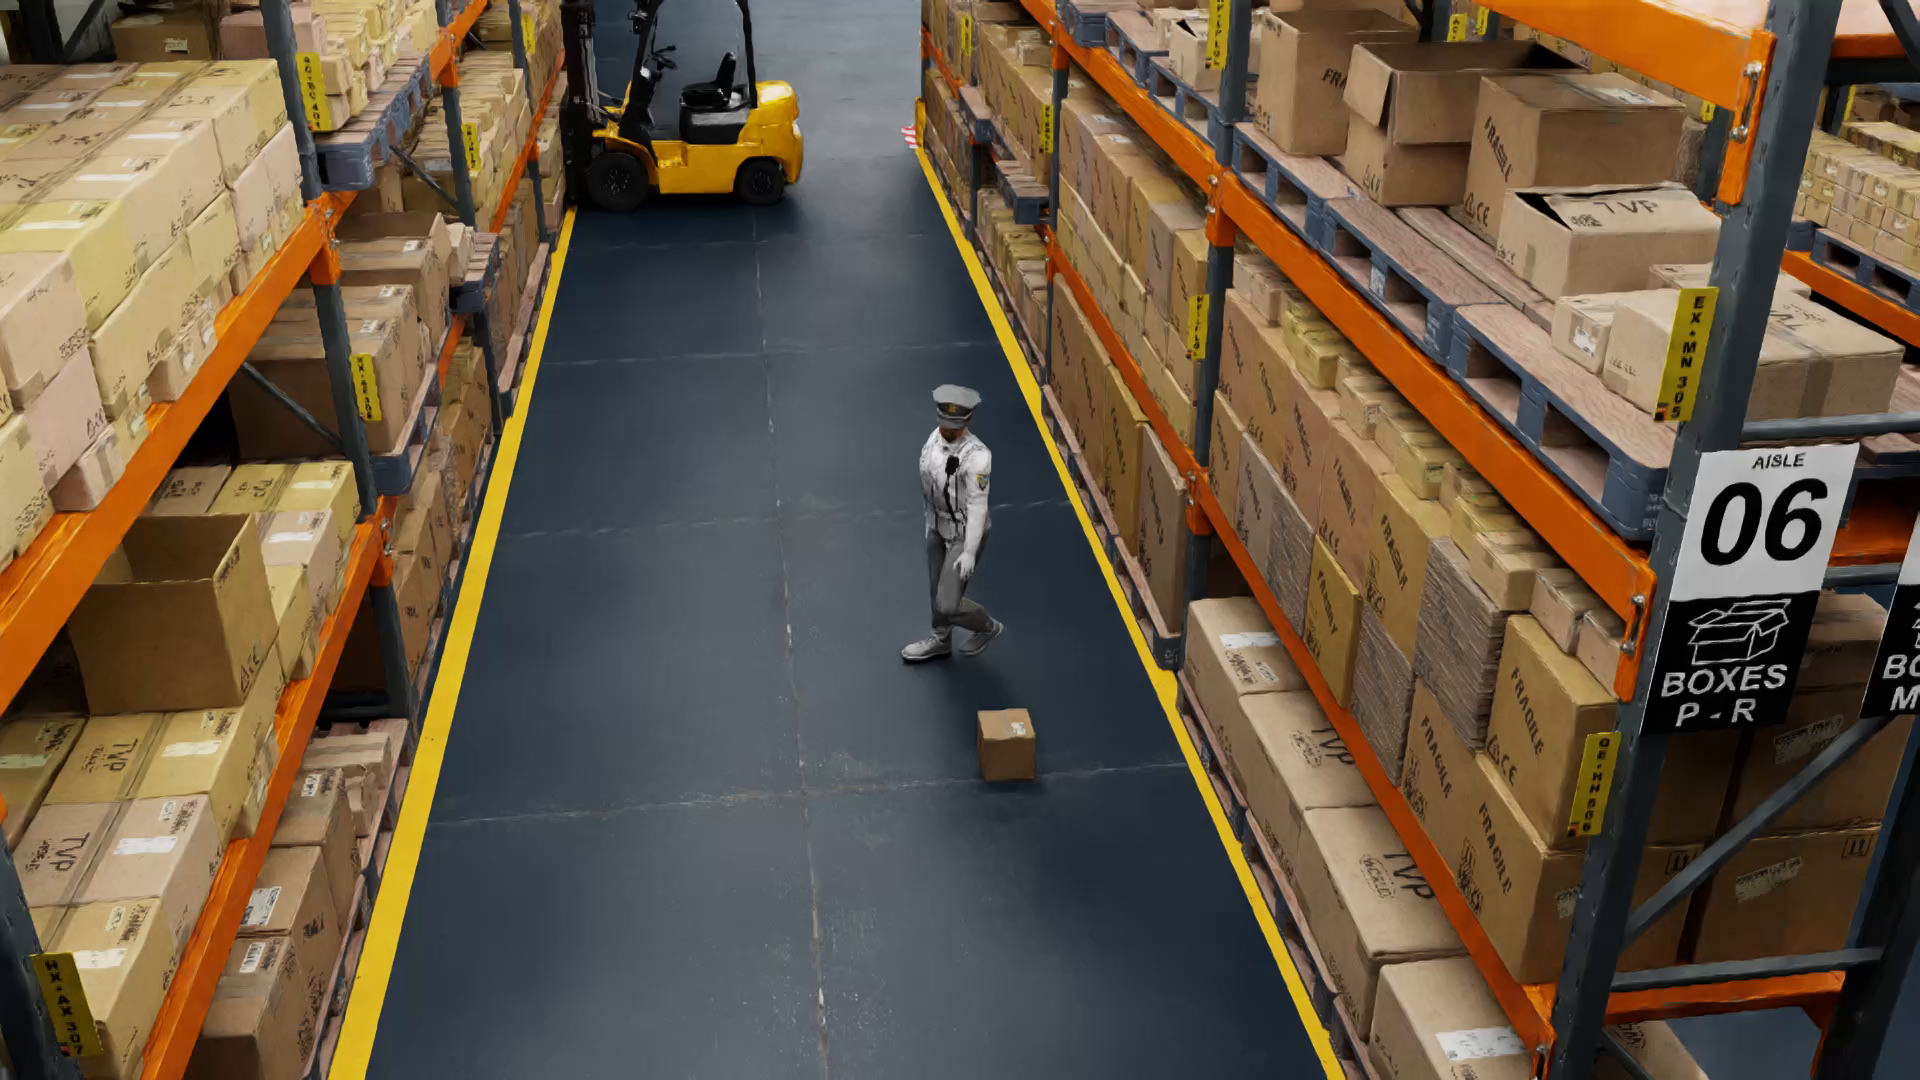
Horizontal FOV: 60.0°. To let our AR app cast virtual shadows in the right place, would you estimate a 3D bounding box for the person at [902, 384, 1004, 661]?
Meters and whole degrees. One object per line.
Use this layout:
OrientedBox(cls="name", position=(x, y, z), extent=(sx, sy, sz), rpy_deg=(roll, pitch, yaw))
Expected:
OrientedBox(cls="person", position=(-0.006, -0.050, 8.693), extent=(0.457, 1.652, 0.554), rpy_deg=(-18, 32, -30))
